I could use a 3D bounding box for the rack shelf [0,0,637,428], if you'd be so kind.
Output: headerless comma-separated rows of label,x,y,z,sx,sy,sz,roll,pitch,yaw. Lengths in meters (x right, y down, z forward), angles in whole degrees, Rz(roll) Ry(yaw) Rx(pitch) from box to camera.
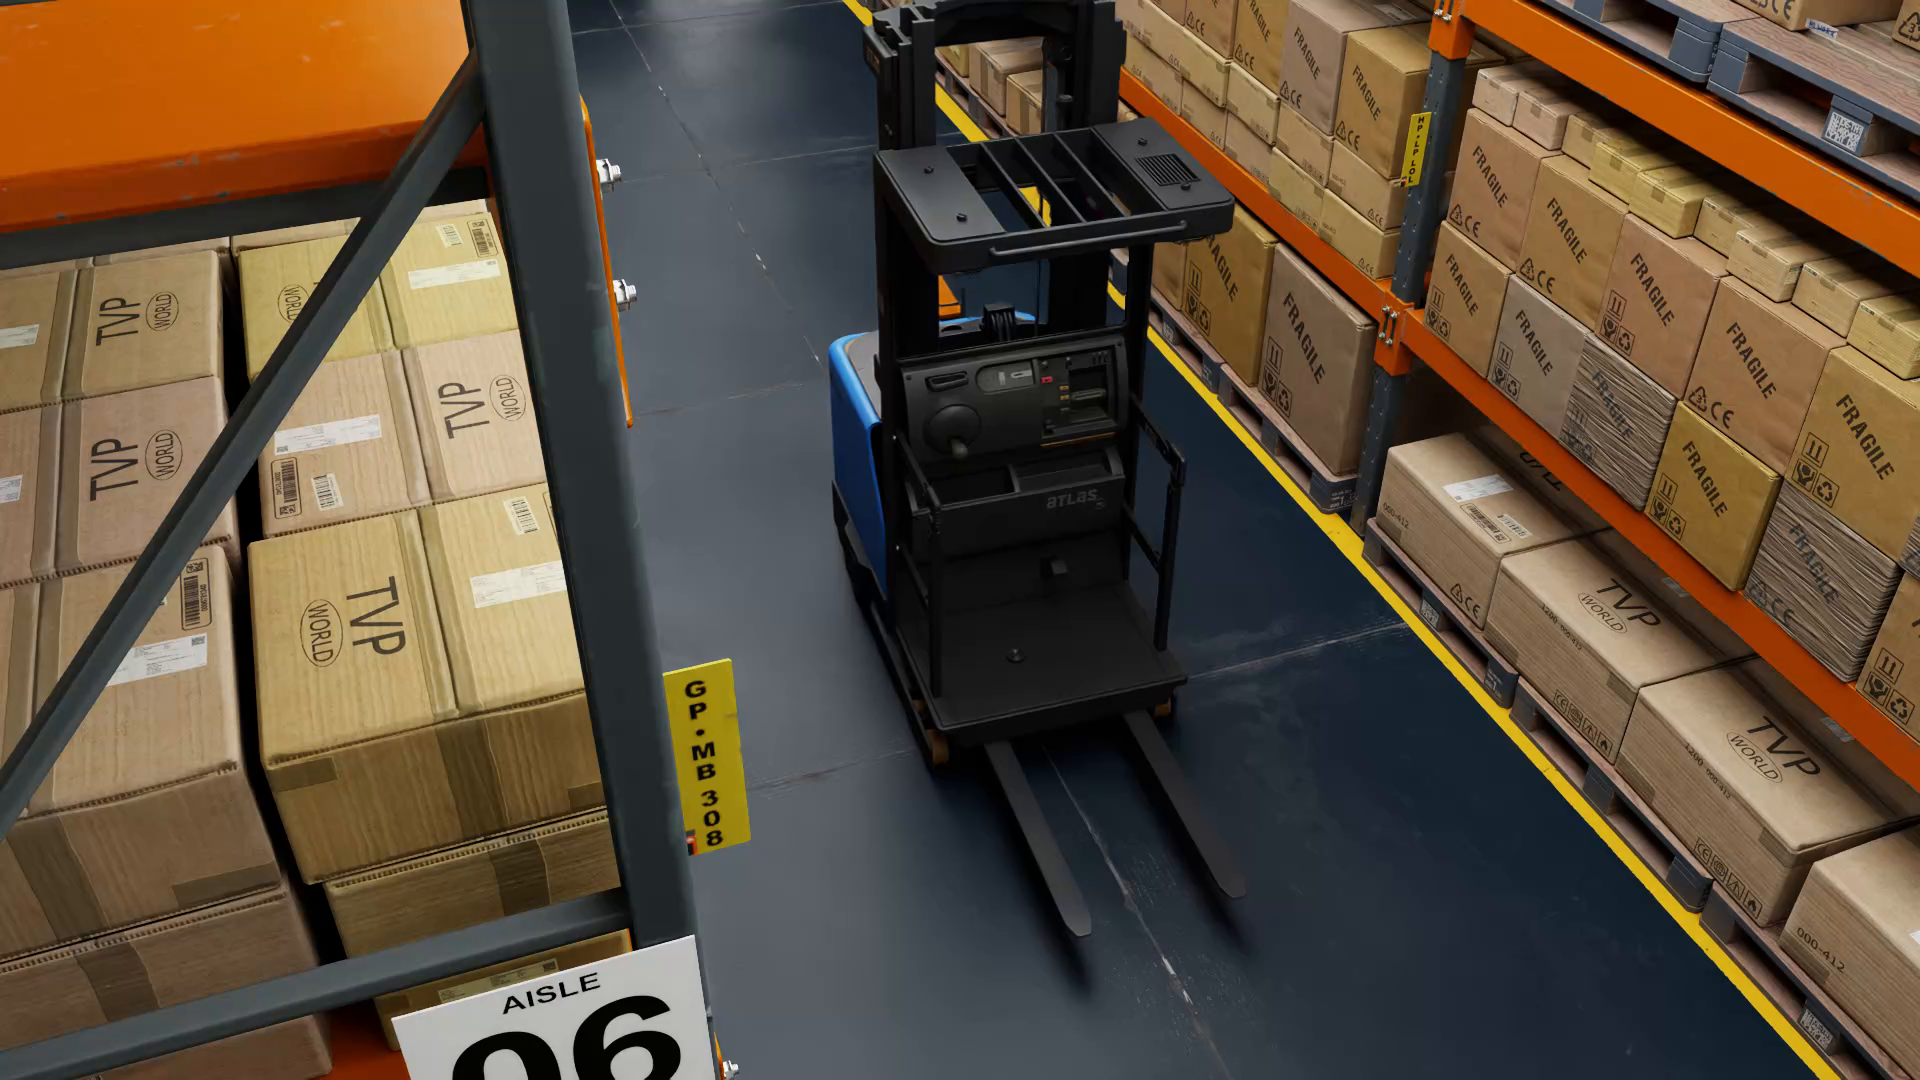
rack shelf,-1.530,-1.289,3.083,1.077,0.370,4.000,-12,39,-16

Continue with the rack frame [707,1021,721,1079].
rack frame,-0.841,1.948,3.171,1.000,3.000,0.127,-12,39,-16

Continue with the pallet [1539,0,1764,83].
pallet,2.713,-2.040,6.046,1.003,0.211,1.213,-12,39,-16

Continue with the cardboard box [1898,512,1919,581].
cardboard box,3.221,-0.033,4.887,0.500,0.500,0.500,-12,39,-16

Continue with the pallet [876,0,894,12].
pallet,-0.042,-4.307,13.793,1.003,0.211,1.213,-12,39,-16

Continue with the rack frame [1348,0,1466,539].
rack frame,2.441,-1.342,7.538,1.000,3.000,0.127,-12,39,-16

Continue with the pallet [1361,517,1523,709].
pallet,2.630,0.218,7.785,1.003,0.211,1.213,-12,39,-16

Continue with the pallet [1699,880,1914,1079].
pallet,3.469,1.596,5.955,1.003,0.211,1.213,-12,39,-16

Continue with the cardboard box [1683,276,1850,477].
cardboard box,2.883,-0.598,5.637,0.500,0.500,0.500,-13,39,-16

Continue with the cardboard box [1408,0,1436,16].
cardboard box,2.359,-2.371,7.990,0.500,0.500,0.500,-13,39,-16

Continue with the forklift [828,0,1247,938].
forklift,0.294,-0.492,6.467,1.130,2.935,3.031,-11,38,-14

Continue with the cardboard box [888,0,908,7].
cardboard box,-0.129,-4.683,13.809,0.950,0.372,0.625,-12,39,-15

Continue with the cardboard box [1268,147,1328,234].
cardboard box,1.876,-1.771,8.232,0.500,0.250,0.500,-13,39,-17

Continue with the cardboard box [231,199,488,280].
cardboard box,-1.286,-0.670,3.614,0.500,0.250,0.500,-11,38,-15

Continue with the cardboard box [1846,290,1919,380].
cardboard box,3.016,-0.651,5.168,0.380,0.149,0.250,-12,38,-15

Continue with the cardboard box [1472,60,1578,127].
cardboard box,2.306,-1.808,6.704,0.380,0.149,0.250,-13,39,-17

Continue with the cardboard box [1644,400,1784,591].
cardboard box,2.869,-0.204,5.944,0.500,0.500,0.500,-11,38,-15

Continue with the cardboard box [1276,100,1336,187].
cardboard box,1.882,-1.961,8.069,0.500,0.250,0.500,-12,38,-15

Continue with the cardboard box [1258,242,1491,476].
cardboard box,2.153,-0.994,8.494,0.875,0.875,0.875,-11,38,-15

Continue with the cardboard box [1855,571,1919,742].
cardboard box,3.245,0.374,5.177,0.500,0.500,0.500,-13,39,-17

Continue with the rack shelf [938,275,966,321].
rack shelf,-0.164,-1.150,8.127,0.258,0.148,0.480,-11,38,-14

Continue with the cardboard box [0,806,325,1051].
cardboard box,-1.250,0.496,2.483,0.500,0.250,0.500,-13,39,-17

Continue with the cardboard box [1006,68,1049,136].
cardboard box,0.880,-3.041,11.629,0.950,0.372,0.625,-15,40,-19

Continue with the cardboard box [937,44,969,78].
cardboard box,0.363,-3.885,12.750,0.950,0.372,0.625,-11,38,-14

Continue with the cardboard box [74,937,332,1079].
cardboard box,-1.169,0.717,2.520,0.380,0.149,0.250,-11,38,-15

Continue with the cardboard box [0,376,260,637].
cardboard box,-1.435,0.004,2.720,0.500,0.250,0.500,-14,39,-17

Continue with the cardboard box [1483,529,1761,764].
cardboard box,2.865,0.397,7.011,0.875,0.438,0.875,-14,39,-17

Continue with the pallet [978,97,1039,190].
pallet,0.797,-2.929,11.963,1.003,0.211,1.213,-12,39,-16

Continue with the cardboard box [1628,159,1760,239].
cardboard box,2.629,-1.222,5.925,0.380,0.149,0.250,-14,39,-17

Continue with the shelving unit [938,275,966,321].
shelving unit,-0.164,-0.836,8.363,0.258,1.200,0.503,-11,38,-14

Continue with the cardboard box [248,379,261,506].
cardboard box,-1.605,-0.076,3.242,0.500,0.250,0.500,-13,39,-17

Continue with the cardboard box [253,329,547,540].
cardboard box,-0.916,-0.103,2.862,0.500,0.250,0.500,-13,39,-16

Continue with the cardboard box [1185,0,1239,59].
cardboard box,1.519,-2.852,8.629,0.500,0.500,0.500,-12,39,-15

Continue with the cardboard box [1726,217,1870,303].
cardboard box,2.813,-0.944,5.556,0.380,0.149,0.250,-12,39,-16

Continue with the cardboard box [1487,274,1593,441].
cardboard box,2.526,-0.777,6.705,0.500,0.500,0.500,-12,39,-16

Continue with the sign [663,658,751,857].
sign,-0.332,0.288,2.155,0.100,0.325,0.005,-12,39,-16

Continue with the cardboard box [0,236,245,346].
cardboard box,-1.769,-0.573,3.487,0.500,0.250,0.500,-13,39,-16

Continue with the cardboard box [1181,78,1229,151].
cardboard box,1.538,-2.351,9.002,0.500,0.250,0.500,-12,39,-16

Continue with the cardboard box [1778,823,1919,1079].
cardboard box,3.497,1.422,5.650,0.875,0.438,0.875,-14,39,-17

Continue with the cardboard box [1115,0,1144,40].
cardboard box,1.184,-3.111,9.597,0.500,0.250,0.500,-12,39,-15

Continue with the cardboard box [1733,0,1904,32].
cardboard box,2.936,-2.033,5.445,0.797,0.503,0.637,-10,38,-12

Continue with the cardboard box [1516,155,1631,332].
cardboard box,2.546,-1.175,6.403,0.500,0.500,0.500,-13,39,-17

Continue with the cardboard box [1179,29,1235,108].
cardboard box,1.506,-2.538,8.835,0.500,0.250,0.500,-12,39,-15

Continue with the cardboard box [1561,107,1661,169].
cardboard box,2.537,-1.531,6.336,0.380,0.149,0.250,-13,39,-17

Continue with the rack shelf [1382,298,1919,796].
rack shelf,3.130,0.076,6.254,1.077,0.370,4.000,-12,39,-16

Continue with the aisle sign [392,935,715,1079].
aisle sign,-0.542,0.887,2.418,0.394,0.787,0.004,-12,39,-16

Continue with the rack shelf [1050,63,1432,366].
rack shelf,1.753,-2.184,9.254,1.077,0.370,4.000,-12,39,-16

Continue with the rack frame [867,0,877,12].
rack frame,-0.312,-5.861,13.538,1.000,3.000,0.127,-12,39,-16

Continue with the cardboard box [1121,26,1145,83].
cardboard box,1.190,-2.926,9.766,0.500,0.250,0.500,-14,39,-17

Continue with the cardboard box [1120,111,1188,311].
cardboard box,1.528,-2.008,9.840,0.875,0.875,0.875,-12,39,-15

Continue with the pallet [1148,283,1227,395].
pallet,1.681,-1.338,9.851,1.003,0.211,1.213,-12,39,-16

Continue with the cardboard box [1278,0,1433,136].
cardboard box,1.867,-2.272,7.859,0.500,0.500,0.500,-12,39,-15
